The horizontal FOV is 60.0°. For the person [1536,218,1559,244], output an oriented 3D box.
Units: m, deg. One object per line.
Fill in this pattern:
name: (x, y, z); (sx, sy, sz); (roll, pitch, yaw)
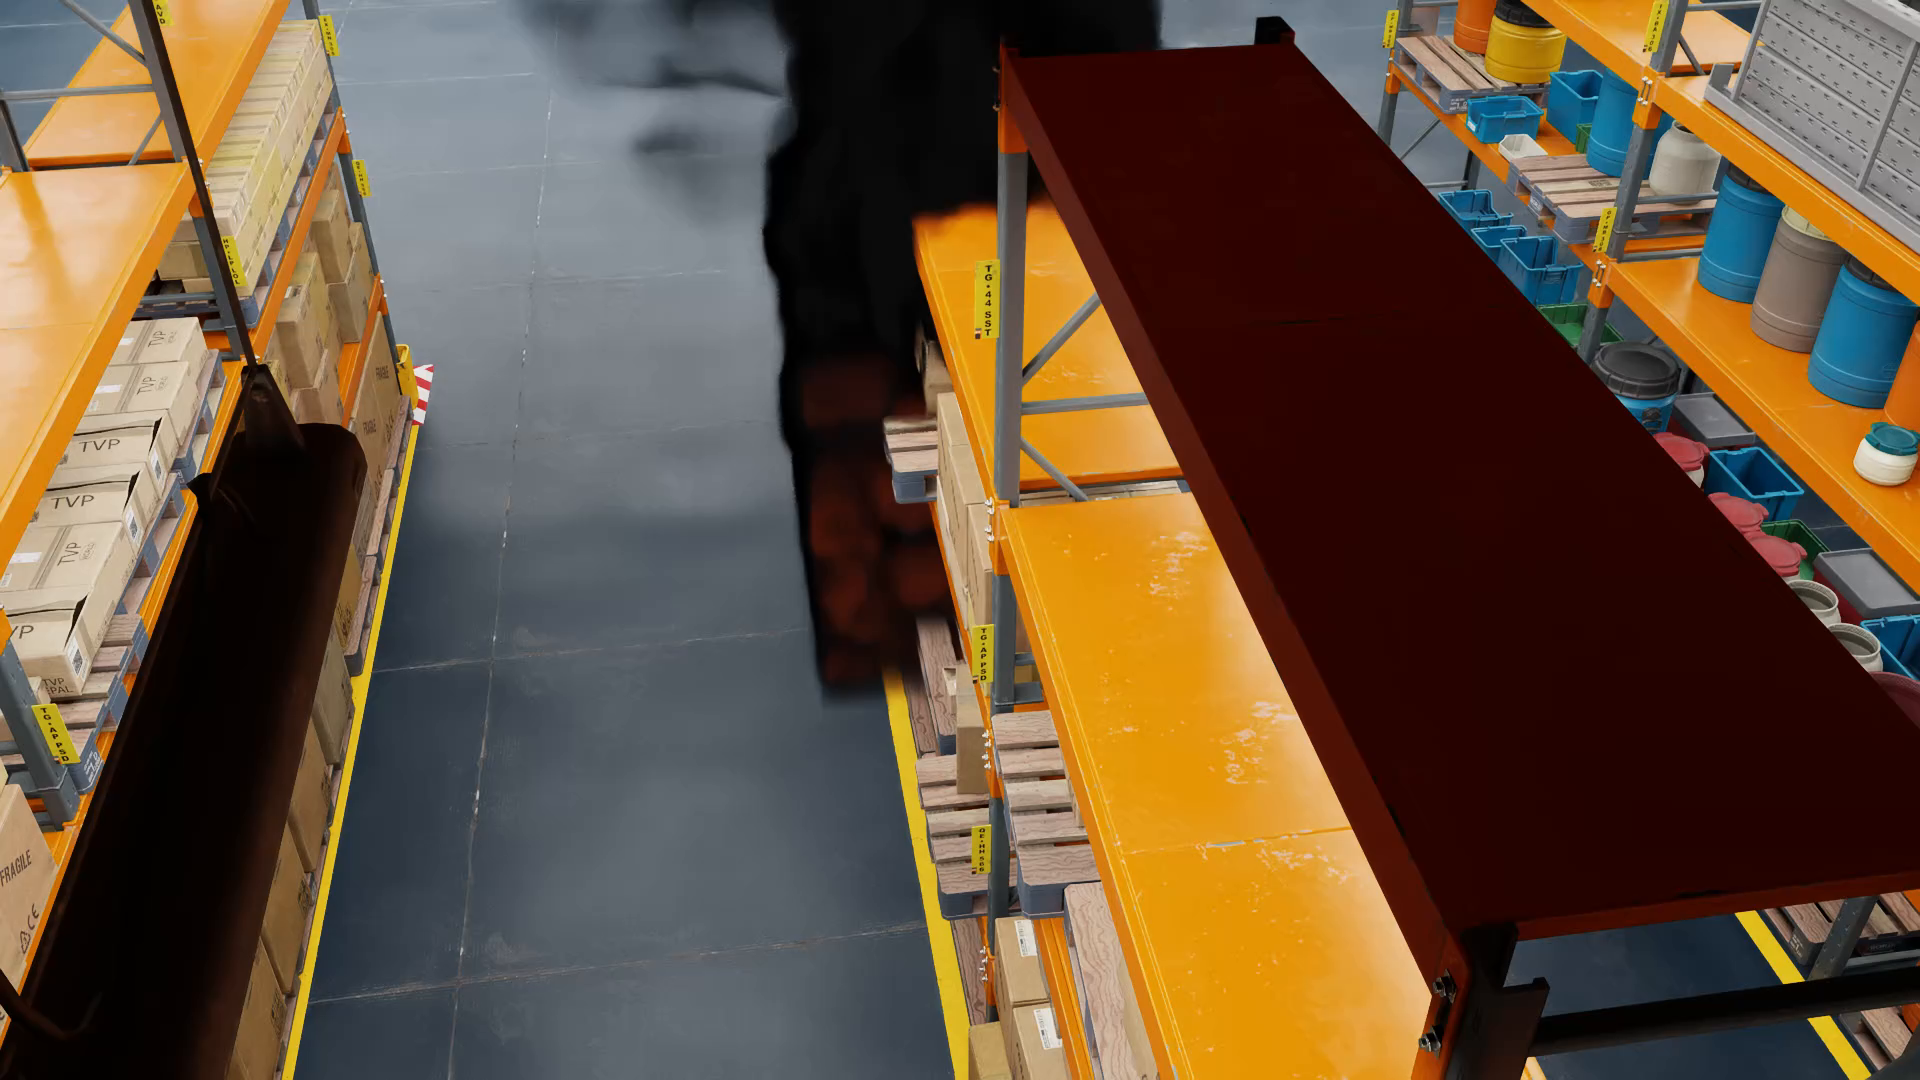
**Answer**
person: (5.777, -3.059, 16.211); (0.579, 1.718, 0.864); (-16, 39, -20)
